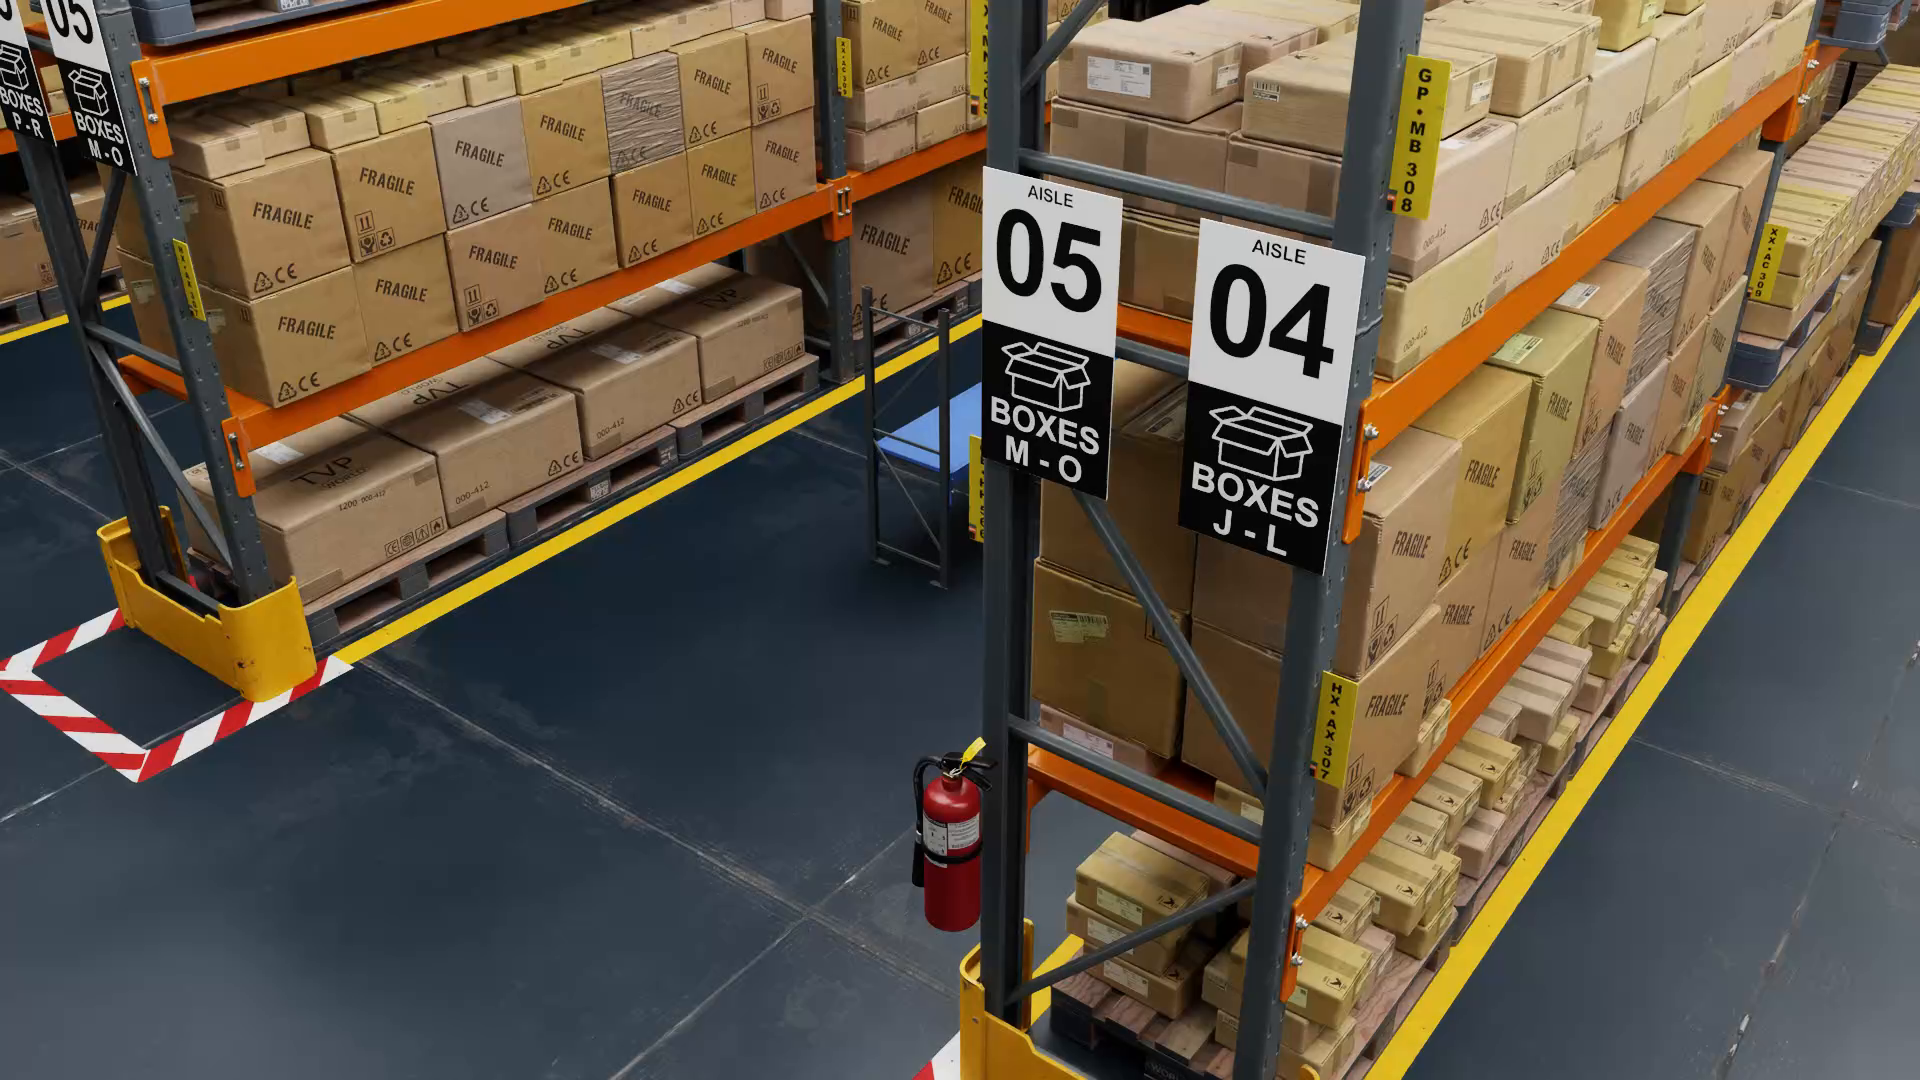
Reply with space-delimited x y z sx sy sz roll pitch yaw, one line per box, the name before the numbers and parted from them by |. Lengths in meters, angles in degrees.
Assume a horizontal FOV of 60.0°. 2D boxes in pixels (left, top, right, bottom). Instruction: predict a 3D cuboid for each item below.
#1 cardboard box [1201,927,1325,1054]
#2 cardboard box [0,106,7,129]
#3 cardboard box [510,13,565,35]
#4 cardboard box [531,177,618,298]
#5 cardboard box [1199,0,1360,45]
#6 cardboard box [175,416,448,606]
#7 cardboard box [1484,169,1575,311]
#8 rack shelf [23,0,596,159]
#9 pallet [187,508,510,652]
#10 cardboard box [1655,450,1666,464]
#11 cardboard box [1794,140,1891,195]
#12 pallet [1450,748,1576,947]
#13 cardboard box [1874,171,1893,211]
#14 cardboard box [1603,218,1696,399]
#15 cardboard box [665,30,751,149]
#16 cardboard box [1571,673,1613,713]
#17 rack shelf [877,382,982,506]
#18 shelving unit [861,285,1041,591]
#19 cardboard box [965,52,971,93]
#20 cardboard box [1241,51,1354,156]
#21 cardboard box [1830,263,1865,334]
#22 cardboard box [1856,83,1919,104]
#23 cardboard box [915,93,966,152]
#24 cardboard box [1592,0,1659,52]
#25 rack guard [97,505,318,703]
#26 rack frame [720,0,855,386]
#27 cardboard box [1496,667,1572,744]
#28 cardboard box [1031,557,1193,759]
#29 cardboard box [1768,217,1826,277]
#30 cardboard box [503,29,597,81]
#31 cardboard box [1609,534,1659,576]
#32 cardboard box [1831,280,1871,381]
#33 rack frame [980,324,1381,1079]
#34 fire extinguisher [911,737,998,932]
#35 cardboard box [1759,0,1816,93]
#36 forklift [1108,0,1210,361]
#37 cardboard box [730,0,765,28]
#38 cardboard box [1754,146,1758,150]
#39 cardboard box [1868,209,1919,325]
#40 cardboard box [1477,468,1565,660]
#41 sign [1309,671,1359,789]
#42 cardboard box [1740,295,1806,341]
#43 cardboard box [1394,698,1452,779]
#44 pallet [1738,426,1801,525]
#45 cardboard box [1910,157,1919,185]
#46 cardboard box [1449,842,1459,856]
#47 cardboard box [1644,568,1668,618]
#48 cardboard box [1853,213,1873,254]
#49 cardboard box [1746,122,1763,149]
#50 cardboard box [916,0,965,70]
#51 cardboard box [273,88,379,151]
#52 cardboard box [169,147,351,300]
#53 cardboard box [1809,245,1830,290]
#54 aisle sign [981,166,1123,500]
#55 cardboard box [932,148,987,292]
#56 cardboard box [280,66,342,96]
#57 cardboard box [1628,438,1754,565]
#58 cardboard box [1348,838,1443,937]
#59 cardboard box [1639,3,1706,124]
cardboard box | 1.018 1.465 5.428 0.380 0.149 0.250 23 38 33
cardboard box | -6.235 -2.777 10.739 0.380 0.149 0.250 20 36 30
cardboard box | -2.224 -2.596 8.473 0.380 0.149 0.250 21 37 31
cardboard box | -2.098 -1.575 8.367 0.500 0.500 0.500 22 37 33
cardboard box | 0.845 -1.331 4.378 0.380 0.149 0.250 20 36 30
cardboard box | -3.192 -0.178 8.210 0.875 0.438 0.875 20 36 30
cardboard box | 1.293 -0.861 4.466 0.500 0.250 0.500 22 37 33
rack shelf | -2.303 -2.595 7.950 1.077 0.370 4.000 21 37 31
pallet | -3.090 0.050 8.459 1.003 0.211 1.213 21 37 31
cardboard box | 2.648 -0.420 6.763 0.380 0.149 0.250 23 37 33
cardboard box | 4.296 -1.817 8.126 0.380 0.149 0.250 23 37 33
pallet | 1.798 1.037 6.793 1.003 0.211 1.213 21 37 31
cardboard box | 4.459 -1.800 8.388 0.380 0.149 0.250 20 36 30
cardboard box | 2.216 -0.856 5.882 0.500 0.500 0.500 22 37 33
cardboard box | -1.473 -2.419 8.812 0.500 0.500 0.500 21 36 31
cardboard box | 2.615 0.573 7.226 0.380 0.149 0.250 20 36 30
rack shelf | 0.051 -0.525 8.518 0.538 0.185 1.000 21 37 31
shelving unit | 0.051 -0.680 8.426 0.538 1.500 1.048 21 37 31
cardboard box | 0.013 -3.087 10.673 0.500 0.250 0.500 22 37 32
cardboard box | 0.874 -0.993 3.806 0.380 0.149 0.250 21 36 31
cardboard box | 4.826 -1.431 9.527 0.500 0.250 0.500 22 37 32
cardboard box | 5.084 -2.351 9.025 0.380 0.149 0.250 22 37 33
cardboard box | -0.309 -2.671 10.461 0.500 0.250 0.500 20 36 30
cardboard box | 1.718 -1.492 4.650 0.380 0.149 0.250 22 37 33
rack guard | -3.525 0.284 7.780 1.175 0.500 0.348 21 37 31
rack frame | -1.096 -2.427 9.903 1.000 3.000 0.127 21 37 31
cardboard box | 2.176 0.623 6.558 0.380 0.149 0.250 20 36 30
cardboard box | 0.563 0.248 4.999 0.500 0.500 0.500 22 37 32
cardboard box | 3.516 -1.292 7.238 0.380 0.149 0.250 23 38 34
cardboard box | -1.986 -2.351 8.060 0.380 0.149 0.250 21 37 31
cardboard box | 2.904 0.070 7.491 0.380 0.149 0.250 22 37 33
cardboard box | 5.137 -1.328 10.088 0.500 0.500 0.500 21 37 31
rack frame | 0.497 0.681 4.658 1.000 3.000 0.127 21 37 31
fire extinguisher | -0.023 0.835 4.840 0.296 0.674 0.183 21 37 31
cardboard box | 2.831 -1.888 6.198 0.500 0.250 0.500 22 37 32
forklift | 1.562 -2.132 9.472 1.130 2.935 3.031 25 39 35
cardboard box | -1.274 -2.882 8.956 0.380 0.149 0.250 22 37 32
cardboard box | 3.938 -2.001 8.728 0.380 0.149 0.250 23 37 33
cardboard box | 5.766 -2.003 10.982 1.050 0.750 0.750 21 36 31
cardboard box | 1.597 -0.008 5.431 0.500 0.500 0.500 22 37 32
sign | 0.930 0.476 4.156 0.100 0.325 0.005 21 37 31
cardboard box | 3.516 -1.036 7.390 0.380 0.149 0.250 19 36 29
cardboard box | 1.280 0.550 5.127 0.380 0.149 0.250 20 36 30
pallet | 4.117 -0.560 9.488 1.003 0.211 1.213 21 37 31
cardboard box | 5.089 -2.096 9.179 0.380 0.149 0.250 22 37 32
cardboard box | 1.625 1.175 6.210 0.380 0.149 0.250 21 37 31
cardboard box | 2.975 0.199 7.564 0.380 0.149 0.250 22 37 32
cardboard box | 4.300 -1.568 8.288 0.380 0.149 0.250 20 36 30
cardboard box | 3.947 -2.136 8.663 0.380 0.149 0.250 21 36 31
cardboard box | -0.316 -3.206 10.138 0.500 0.500 0.500 21 37 31
cardboard box | -2.726 -1.811 7.149 0.380 0.149 0.250 22 37 33
cardboard box | -2.993 -1.382 7.060 0.500 0.500 0.500 20 36 30
cardboard box | 3.671 -1.270 7.493 0.380 0.149 0.250 20 36 30
aisle sign | 0.214 -0.500 4.101 0.394 0.787 0.004 21 37 31
cardboard box | -0.246 -2.340 11.428 0.875 0.875 0.875 22 37 33
cardboard box | -3.046 -2.092 7.623 0.380 0.149 0.250 22 37 32
cardboard box | 3.569 -0.269 8.301 0.500 0.500 0.500 23 37 33
cardboard box | 1.409 1.151 5.667 0.380 0.149 0.250 21 37 31
cardboard box | 1.902 -1.478 5.017 0.500 0.250 0.500 20 36 30
